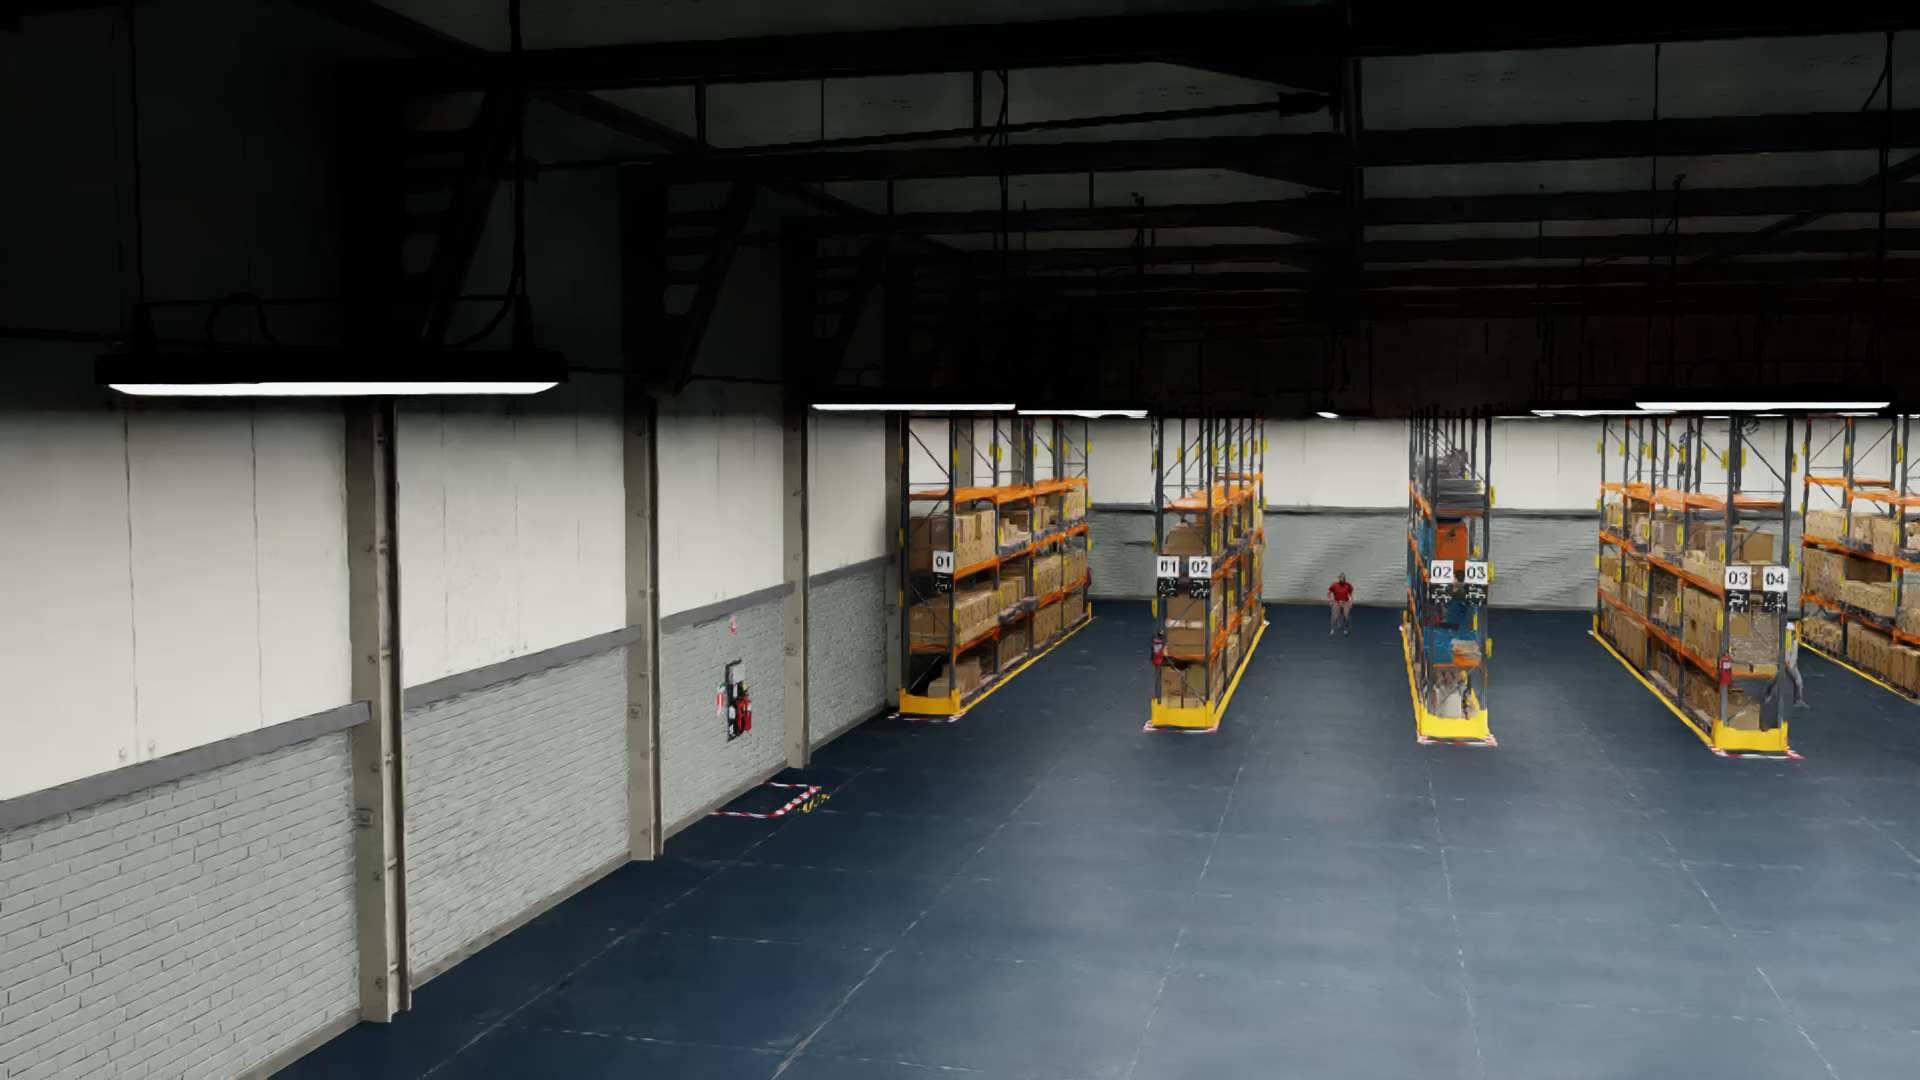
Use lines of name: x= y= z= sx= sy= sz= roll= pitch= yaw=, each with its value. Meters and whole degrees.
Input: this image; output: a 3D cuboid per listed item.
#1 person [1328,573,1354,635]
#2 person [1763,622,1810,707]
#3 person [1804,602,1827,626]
person: x=10.172 y=1.706 z=44.422 sx=0.682 sy=1.676 sz=0.535 roll=1 pitch=4 yaw=12
person: x=16.535 y=2.471 z=33.338 sx=0.674 sy=1.716 sz=0.834 roll=0 pitch=4 yaw=-3
person: x=23.377 y=1.600 z=45.395 sx=0.720 sy=1.750 sz=0.516 roll=-3 pitch=5 yaw=-34
